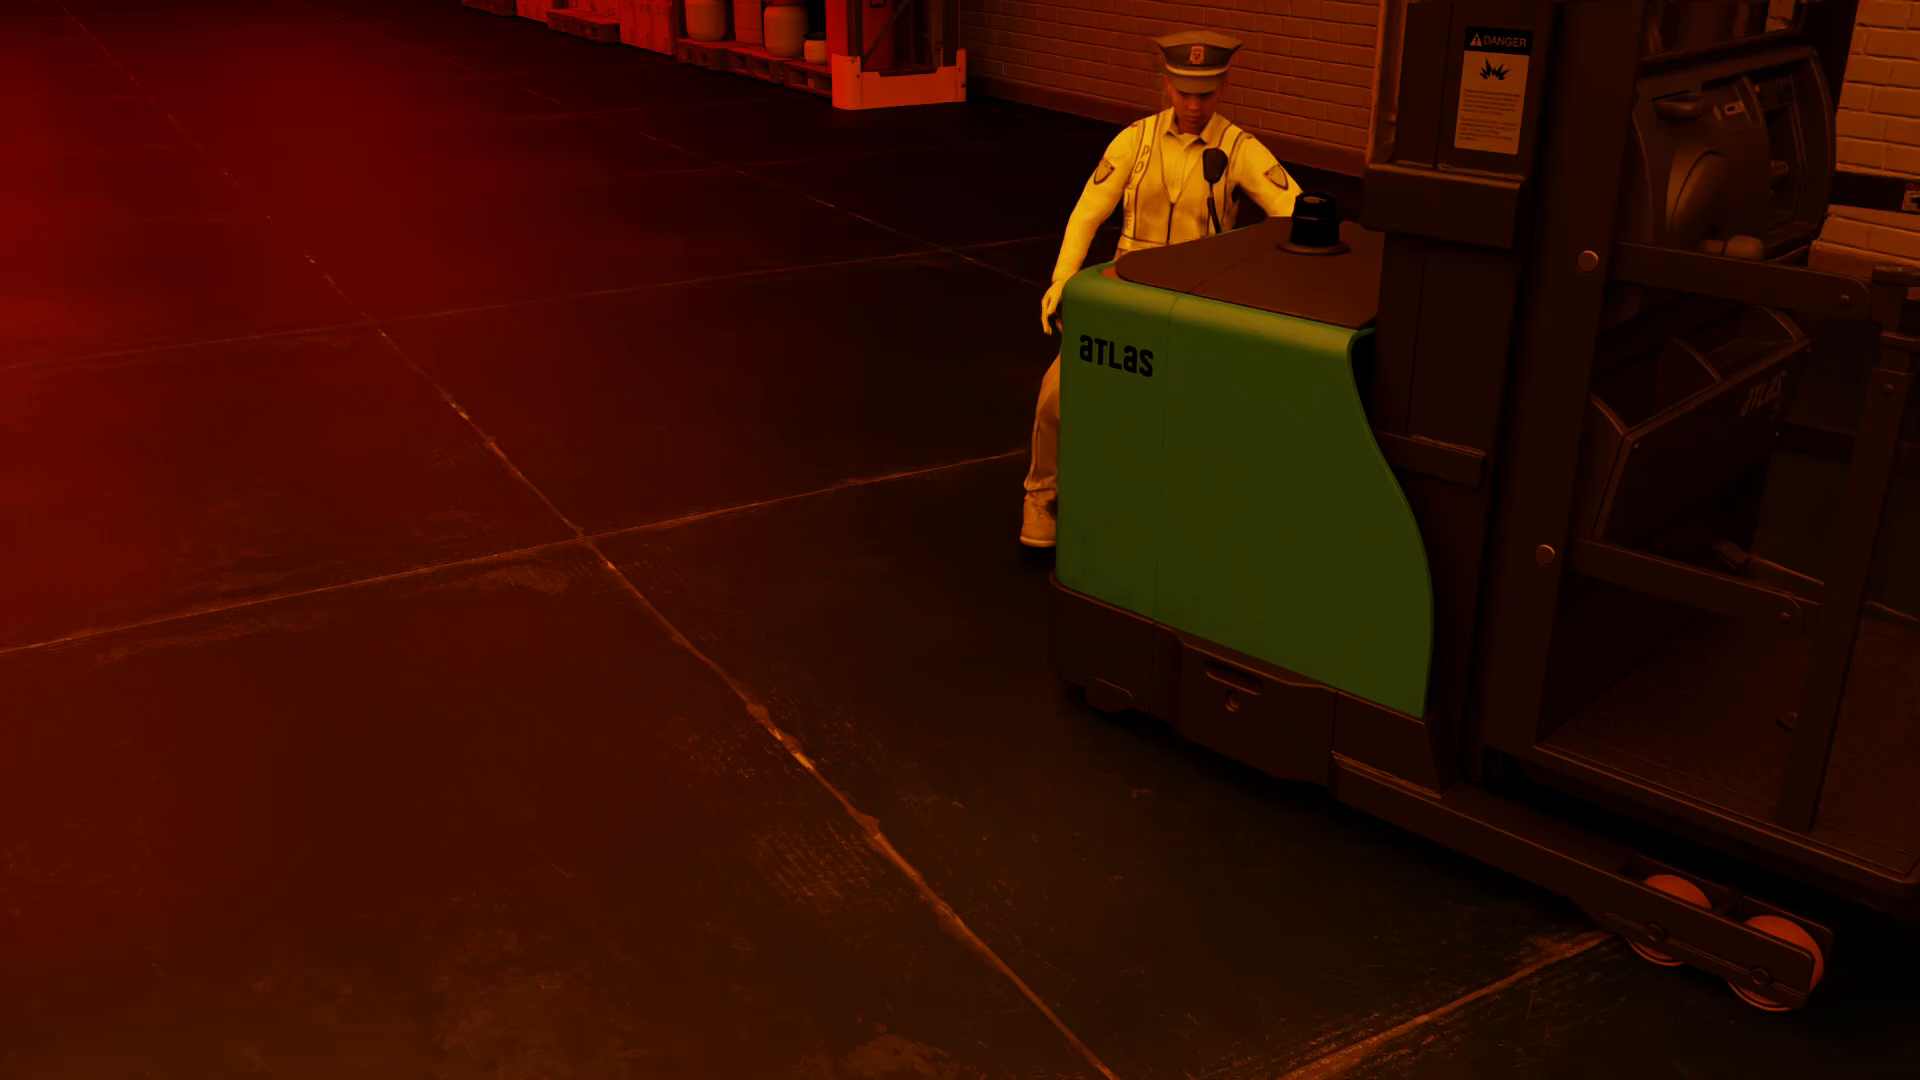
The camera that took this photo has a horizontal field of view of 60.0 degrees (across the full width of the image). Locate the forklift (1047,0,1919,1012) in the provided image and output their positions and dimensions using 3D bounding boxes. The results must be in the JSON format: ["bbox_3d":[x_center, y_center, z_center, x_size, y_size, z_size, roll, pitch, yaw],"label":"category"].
[{"bbox_3d":[1.629,-0.720,3.028,3.031,2.935,1.130,20,30,40],"label":"forklift"}]

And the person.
[{"bbox_3d":[0.676,-0.702,4.917,0.899,1.539,0.781,6,23,15],"label":"person"}]
